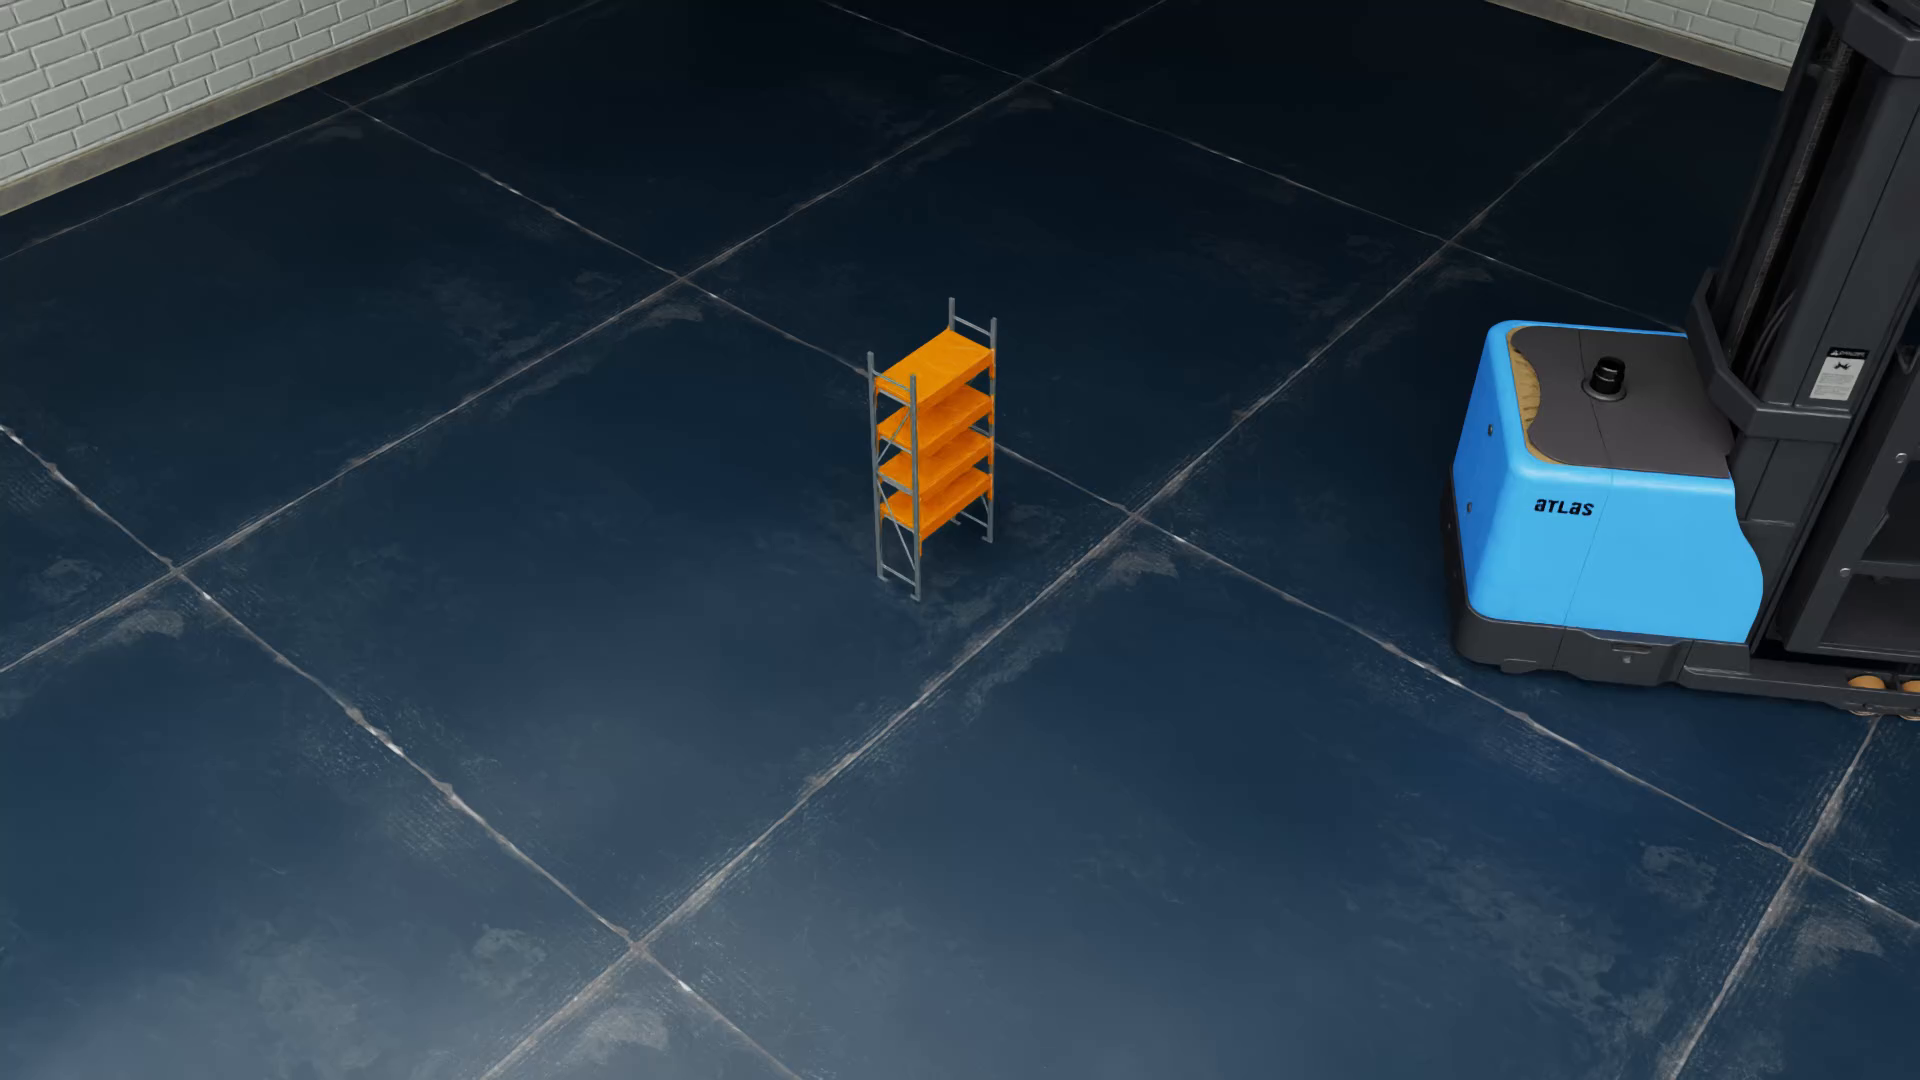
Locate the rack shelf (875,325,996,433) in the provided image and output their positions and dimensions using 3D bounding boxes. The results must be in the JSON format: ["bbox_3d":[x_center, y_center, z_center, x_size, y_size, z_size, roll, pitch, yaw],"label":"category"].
[{"bbox_3d":[-0.107,-0.649,6.671,0.258,0.148,0.480,29,50,28],"label":"rack shelf"}]

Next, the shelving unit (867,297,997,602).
[{"bbox_3d":[-0.107,-0.359,6.935,0.258,1.200,0.503,29,50,28],"label":"shelving unit"}]

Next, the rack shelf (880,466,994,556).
[{"bbox_3d":[-0.107,-0.162,7.114,0.258,0.148,0.480,29,50,28],"label":"rack shelf"}]

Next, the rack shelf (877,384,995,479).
[{"bbox_3d":[-0.107,-0.474,6.830,0.258,0.148,0.480,29,50,28],"label":"rack shelf"}]

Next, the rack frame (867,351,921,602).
[{"bbox_3d":[-0.264,-0.233,6.797,0.240,1.200,0.015,29,50,28],"label":"rack frame"}]

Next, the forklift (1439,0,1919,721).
[{"bbox_3d":[3.596,-0.747,6.076,3.031,2.935,1.130,5,43,6],"label":"forklift"}]

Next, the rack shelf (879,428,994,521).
[{"bbox_3d":[-0.107,-0.309,6.980,0.258,0.148,0.480,29,50,28],"label":"rack shelf"}]

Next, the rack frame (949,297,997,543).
[{"bbox_3d":[0.051,-0.484,7.073,0.240,1.200,0.015,29,50,28],"label":"rack frame"}]
